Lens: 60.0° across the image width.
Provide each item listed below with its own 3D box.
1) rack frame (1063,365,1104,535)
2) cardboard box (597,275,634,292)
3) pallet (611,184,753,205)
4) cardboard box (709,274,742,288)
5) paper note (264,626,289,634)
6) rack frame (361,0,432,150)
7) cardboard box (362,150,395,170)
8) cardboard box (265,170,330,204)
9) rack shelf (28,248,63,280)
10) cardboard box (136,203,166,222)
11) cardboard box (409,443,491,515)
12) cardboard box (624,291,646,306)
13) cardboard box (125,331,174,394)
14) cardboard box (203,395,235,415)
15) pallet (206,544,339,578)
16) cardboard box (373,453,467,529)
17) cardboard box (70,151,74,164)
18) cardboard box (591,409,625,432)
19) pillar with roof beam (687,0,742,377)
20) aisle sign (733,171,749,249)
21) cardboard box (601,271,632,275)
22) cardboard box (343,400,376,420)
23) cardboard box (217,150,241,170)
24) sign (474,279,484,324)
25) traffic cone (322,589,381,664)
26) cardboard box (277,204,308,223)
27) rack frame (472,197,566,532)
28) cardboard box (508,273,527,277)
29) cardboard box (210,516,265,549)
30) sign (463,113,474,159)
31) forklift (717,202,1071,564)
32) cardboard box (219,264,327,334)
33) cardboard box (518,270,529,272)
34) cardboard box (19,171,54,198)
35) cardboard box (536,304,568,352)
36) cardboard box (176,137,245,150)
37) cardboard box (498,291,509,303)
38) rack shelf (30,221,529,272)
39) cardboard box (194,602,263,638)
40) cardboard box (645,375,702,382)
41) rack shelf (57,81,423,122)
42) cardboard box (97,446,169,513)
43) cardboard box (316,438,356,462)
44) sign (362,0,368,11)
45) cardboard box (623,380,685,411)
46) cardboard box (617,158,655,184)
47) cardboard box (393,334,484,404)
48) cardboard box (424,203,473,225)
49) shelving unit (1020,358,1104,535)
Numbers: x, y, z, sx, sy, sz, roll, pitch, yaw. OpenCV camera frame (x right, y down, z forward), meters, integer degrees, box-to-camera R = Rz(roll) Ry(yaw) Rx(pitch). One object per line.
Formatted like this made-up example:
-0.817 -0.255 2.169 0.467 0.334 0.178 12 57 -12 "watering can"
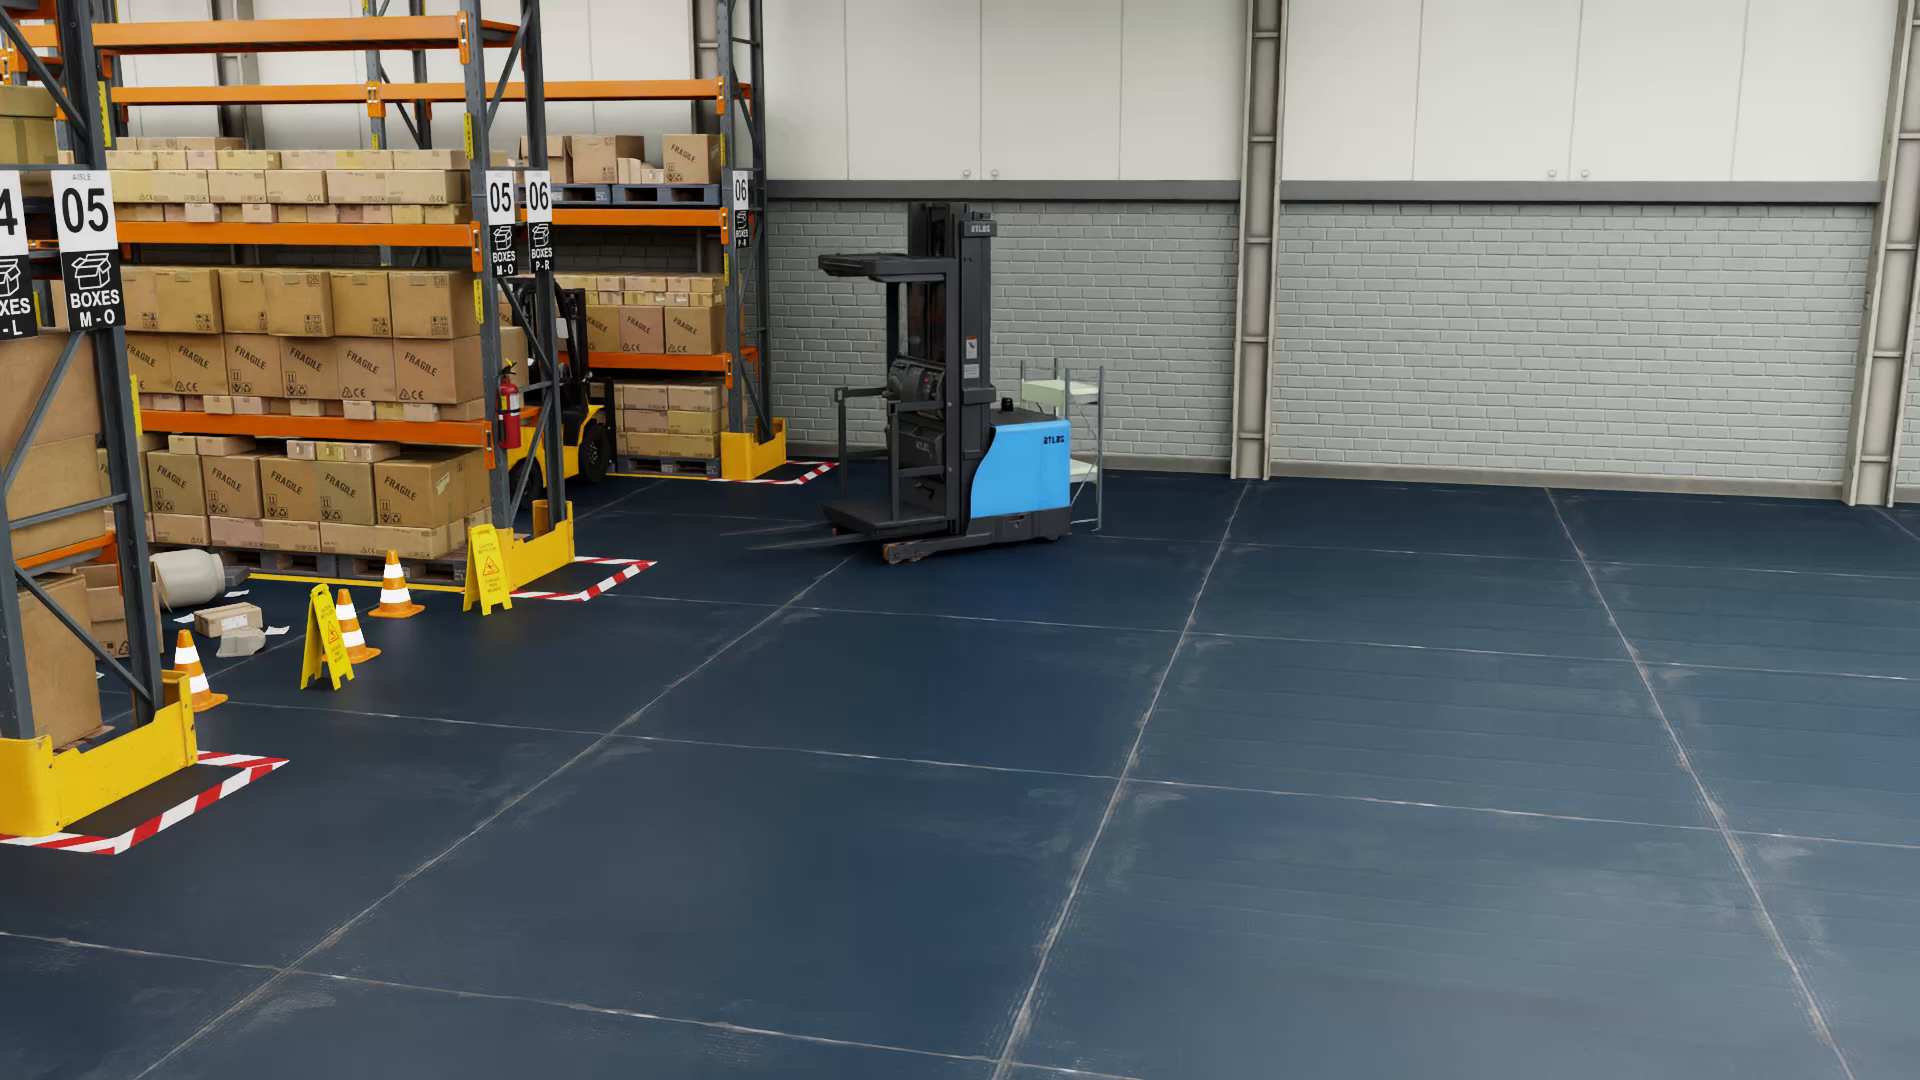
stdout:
1.105 -0.802 14.886 0.400 1.500 0.023 -7 14 -29 "rack frame"
-3.673 -2.743 17.755 0.250 0.149 0.380 3 13 15 "cardboard box"
-2.945 -3.688 17.710 1.213 0.211 1.003 3 13 14 "pallet"
-2.539 -2.798 18.003 0.250 0.149 0.380 3 13 12 "cardboard box"
-4.845 0.638 11.786 0.142 0.019 0.148 -1 13 -6 "paper note"
-6.148 -5.361 18.121 0.127 3.000 1.000 3 13 14 "rack frame"
-4.342 -2.898 12.684 0.250 0.149 0.380 3 13 13 "cardboard box"
-5.004 -2.739 12.889 0.500 0.250 0.500 3 13 15 "cardboard box"
-6.480 -1.351 8.635 4.000 0.370 1.077 3 13 14 "rack shelf"
-6.348 -2.626 13.299 0.250 0.149 0.380 3 13 15 "cardboard box"
-4.190 -0.511 13.757 0.500 0.500 0.500 3 13 12 "cardboard box"
-3.399 -2.598 17.789 0.250 0.149 0.380 3 13 13 "cardboard box"
-6.480 -1.480 13.560 0.500 0.500 0.500 3 13 13 "cardboard box"
-5.865 -1.113 13.407 0.250 0.149 0.380 3 13 14 "cardboard box"
-5.485 0.063 13.961 1.213 0.211 1.003 3 13 14 "pallet"
-4.290 -0.396 13.241 0.500 0.500 0.500 3 13 14 "cardboard box"
-6.847 -3.027 13.265 0.250 0.149 0.380 3 13 15 "cardboard box"
-3.802 -1.342 18.080 0.500 0.250 0.500 3 13 12 "cardboard box"
-3.756 -4.474 14.123 0.400 9.000 9.100 3 13 14 "pillar with roof beam"
-2.271 -3.429 17.260 0.004 0.787 0.394 3 13 14 "aisle sign"
-3.775 -2.888 18.410 0.250 0.149 0.380 3 13 12 "cardboard box"
-4.638 -1.047 13.108 0.250 0.149 0.380 3 13 15 "cardboard box"
-5.577 -2.971 13.013 0.250 0.149 0.380 3 13 15 "cardboard box"
-3.602 -1.785 12.449 0.005 0.325 0.100 3 13 14 "sign"
-4.112 0.558 11.151 0.334 0.463 0.336 3 13 14 "traffic cone"
-5.100 -2.554 12.977 0.250 0.149 0.380 3 13 12 "cardboard box"
-3.450 -1.181 13.130 0.127 3.000 1.000 3 13 14 "rack frame"
-4.900 -2.815 18.083 0.250 0.149 0.380 3 13 13 "cardboard box"
-5.789 -0.111 13.688 0.500 0.250 0.500 3 13 13 "cardboard box"
-3.602 -2.962 12.188 0.005 0.325 0.100 3 13 14 "sign"
-0.555 -1.363 14.109 3.031 2.935 1.130 -7 14 -29 "forklift"
-5.459 -1.931 13.287 0.500 0.500 0.700 3 13 13 "cardboard box"
-5.014 -2.957 18.723 0.250 0.149 0.380 3 13 12 "cardboard box"
-4.794 -1.815 8.445 0.250 0.149 0.380 3 13 14 "cardboard box"
-4.295 -2.323 18.048 0.500 0.500 0.500 3 13 14 "cardboard box"
-8.398 -4.265 18.676 0.500 0.500 0.500 3 13 15 "cardboard box"
-4.914 -2.663 18.082 0.250 0.149 0.380 3 13 13 "cardboard box"
-5.392 -2.398 13.351 4.000 0.370 1.077 3 13 14 "rack shelf"
-5.206 0.568 11.831 0.250 0.149 0.380 12 17 43 "cardboard box"
-3.172 -1.665 18.385 0.500 0.250 0.500 3 13 14 "cardboard box"
-8.090 -4.918 18.710 4.000 0.370 1.077 3 13 14 "rack shelf"
-6.825 -0.530 13.843 0.500 0.500 0.500 4 13 16 "cardboard box"
-4.906 -0.731 13.255 0.250 0.149 0.380 3 13 14 "cardboard box"
-6.266 -5.741 17.495 0.005 0.325 0.100 3 13 14 "sign"
-3.283 -1.559 17.906 0.500 0.250 0.500 3 13 15 "cardboard box"
-3.388 -3.870 17.434 0.258 0.266 0.396 3 13 14 "cardboard box"
-4.043 -1.345 12.953 0.500 0.500 0.500 3 13 13 "cardboard box"
-3.863 -2.482 12.651 0.250 0.149 0.380 3 13 14 "cardboard box"
0.921 -0.871 15.195 0.431 1.500 0.755 -7 14 -29 "shelving unit"
